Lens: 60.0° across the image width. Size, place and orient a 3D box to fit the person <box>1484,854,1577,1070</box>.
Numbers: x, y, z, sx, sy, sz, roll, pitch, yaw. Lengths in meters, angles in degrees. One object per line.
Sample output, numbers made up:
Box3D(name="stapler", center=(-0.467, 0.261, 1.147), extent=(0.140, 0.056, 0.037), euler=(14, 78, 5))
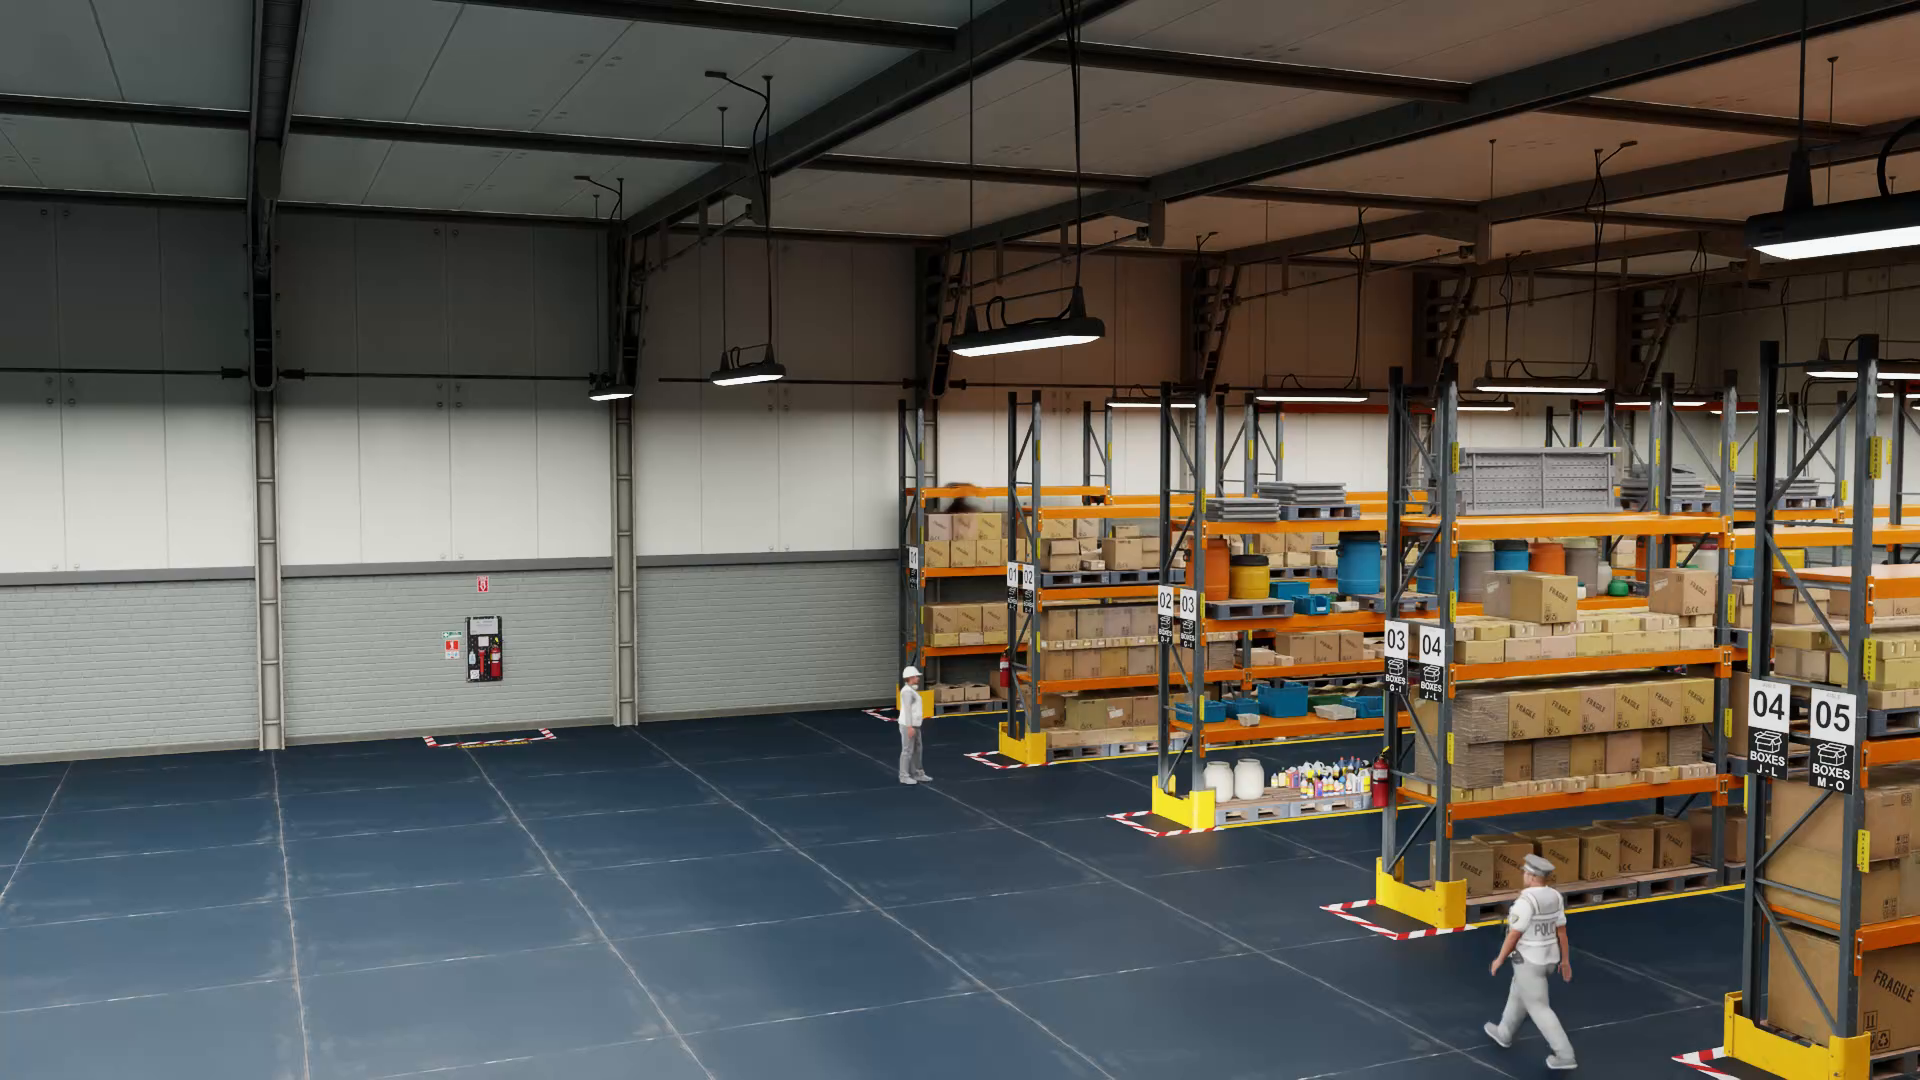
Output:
Box3D(name="person", center=(4.747, 3.478, 13.877), extent=(0.563, 1.725, 1.040), euler=(-3, 4, -41))

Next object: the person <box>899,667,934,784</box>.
Box3D(name="person", center=(-0.680, 2.810, 25.190), extent=(0.493, 1.791, 0.595), euler=(0, 3, 7))
